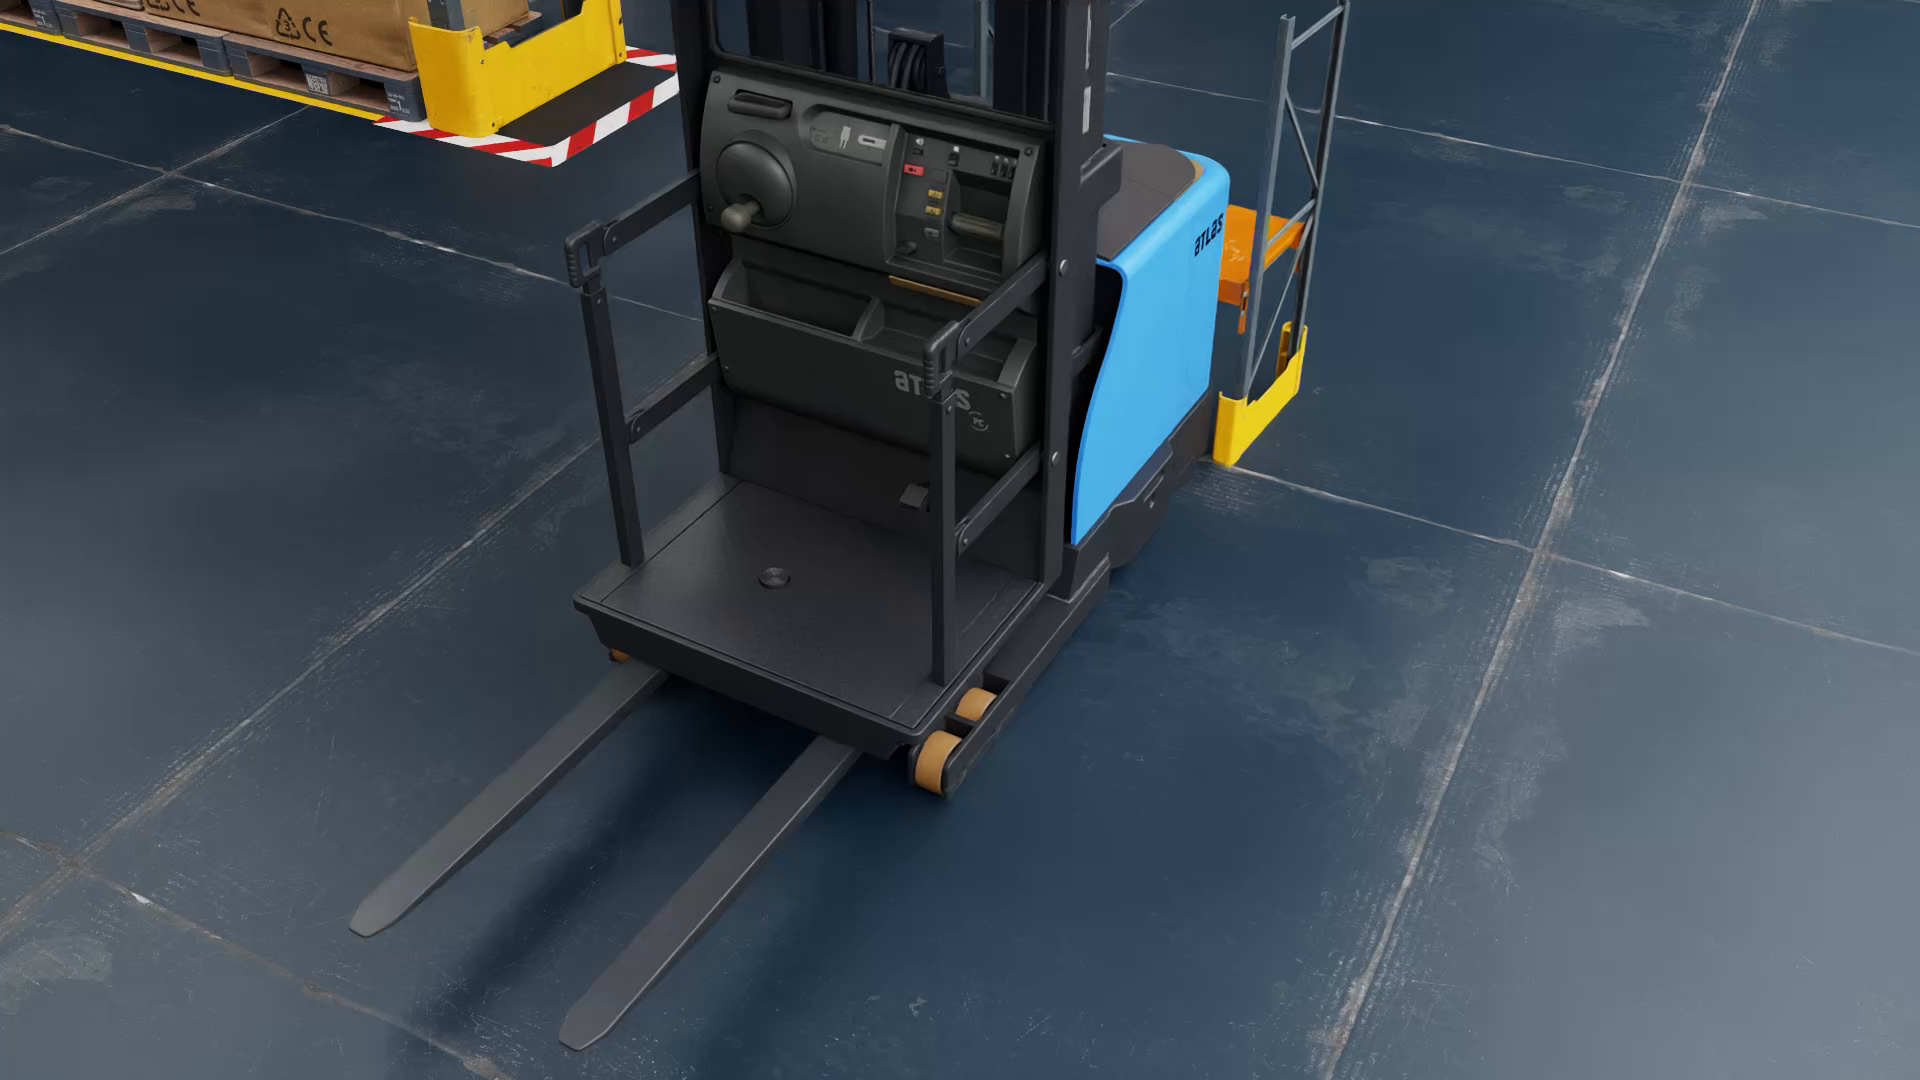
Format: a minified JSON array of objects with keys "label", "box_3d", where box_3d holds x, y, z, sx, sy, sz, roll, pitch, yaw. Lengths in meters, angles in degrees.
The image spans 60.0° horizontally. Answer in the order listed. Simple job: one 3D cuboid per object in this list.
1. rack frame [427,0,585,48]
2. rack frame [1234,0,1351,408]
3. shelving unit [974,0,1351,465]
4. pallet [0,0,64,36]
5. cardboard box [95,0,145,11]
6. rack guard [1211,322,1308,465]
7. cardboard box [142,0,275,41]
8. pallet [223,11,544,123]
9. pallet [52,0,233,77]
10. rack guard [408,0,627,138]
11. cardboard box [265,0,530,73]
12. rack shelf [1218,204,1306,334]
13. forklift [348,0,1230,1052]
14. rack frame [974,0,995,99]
[{"label":"rack frame","box_3d":[-2.120,-3.410,7.261,0.127,3.000,1.000,17,41,21]},{"label":"rack frame","box_3d":[1.050,-1.002,5.328,0.032,1.500,0.500,21,42,25]},{"label":"shelving unit","box_3d":[0.612,-1.169,5.547,1.083,1.500,0.587,21,42,25]},{"label":"pallet","box_3d":[-5.033,-3.158,9.235,1.213,0.211,1.003,17,41,21]},{"label":"cardboard box","box_3d":[-4.343,-3.382,8.634,0.875,0.875,0.875,18,41,22]},{"label":"rack guard","box_3d":[1.032,-0.509,5.712,0.087,0.250,0.587,21,42,25]},{"label":"cardboard box","box_3d":[-3.535,-3.127,8.299,0.875,0.875,0.875,17,40,21]},{"label":"pallet","box_3d":[-2.866,-2.479,8.342,1.213,0.211,1.003,17,41,21]},{"label":"pallet","box_3d":[-3.945,-2.819,8.789,1.213,0.211,1.003,17,41,21]},{"label":"rack guard","box_3d":[-2.099,-2.407,8.008,0.348,0.500,1.175,17,41,21]},{"label":"cardboard box","box_3d":[-2.752,-2.884,7.978,0.875,0.875,0.875,18,41,22]},{"label":"rack shelf","box_3d":[0.619,-1.022,5.652,1.000,0.185,0.538,21,42,25]},{"label":"forklift","box_3d":[-0.341,-0.817,3.902,1.130,2.935,3.031,19,41,23]},{"label":"rack frame","box_3d":[0.189,-1.330,5.759,0.032,1.500,0.500,21,42,25]}]
